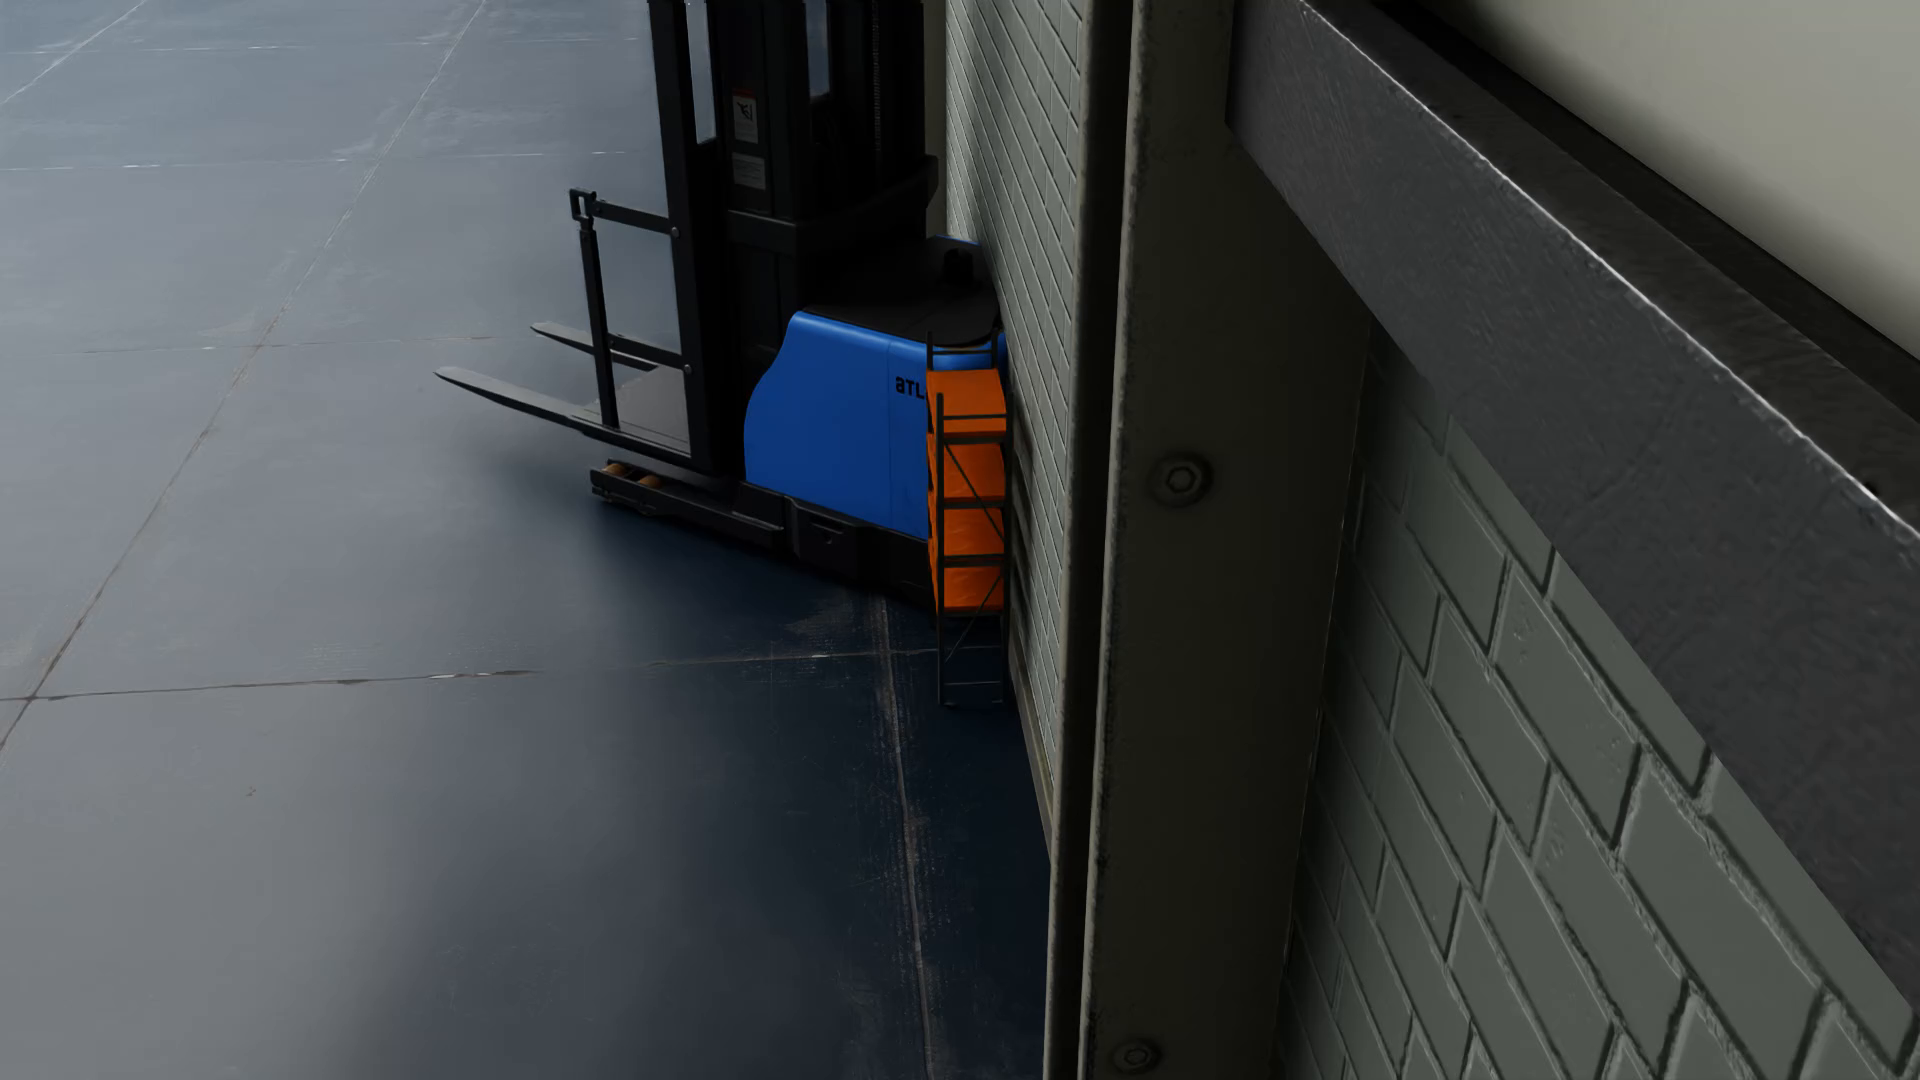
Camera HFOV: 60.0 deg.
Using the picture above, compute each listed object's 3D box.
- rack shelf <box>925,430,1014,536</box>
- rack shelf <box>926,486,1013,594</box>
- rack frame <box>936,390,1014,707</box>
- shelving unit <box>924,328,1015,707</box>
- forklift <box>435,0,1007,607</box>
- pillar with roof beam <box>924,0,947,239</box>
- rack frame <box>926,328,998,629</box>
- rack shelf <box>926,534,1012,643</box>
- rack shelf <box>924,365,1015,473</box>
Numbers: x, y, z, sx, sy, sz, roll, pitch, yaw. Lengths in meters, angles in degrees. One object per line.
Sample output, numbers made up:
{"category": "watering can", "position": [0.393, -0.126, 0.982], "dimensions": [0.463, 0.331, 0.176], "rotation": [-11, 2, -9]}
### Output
{"category": "rack shelf", "position": [0.027, -0.203, 5.614], "dimensions": [0.258, 0.148, 0.480], "rotation": [-2, 31, -4]}
{"category": "rack shelf", "position": [0.027, -0.010, 5.729], "dimensions": [0.258, 0.148, 0.480], "rotation": [-2, 31, -4]}
{"category": "rack frame", "position": [0.047, 0.056, 5.485], "dimensions": [0.240, 1.200, 0.015], "rotation": [-2, 31, -4]}
{"category": "shelving unit", "position": [0.027, -0.068, 5.694], "dimensions": [0.258, 1.200, 0.503], "rotation": [-2, 31, -4]}
{"category": "forklift", "position": [-0.949, -1.566, 6.514], "dimensions": [3.031, 2.935, 1.130], "rotation": [18, 35, 27]}
{"category": "pillar with roof beam", "position": [-4.515, -4.794, 6.001], "dimensions": [9.100, 9.000, 0.400], "rotation": [-3, 31, -5]}
{"category": "rack frame", "position": [0.007, -0.193, 5.903], "dimensions": [0.240, 1.200, 0.015], "rotation": [-2, 31, -4]}
{"category": "rack shelf", "position": [0.027, 0.160, 5.830], "dimensions": [0.258, 0.148, 0.480], "rotation": [-2, 31, -4]}
{"category": "rack shelf", "position": [0.027, -0.406, 5.493], "dimensions": [0.258, 0.148, 0.480], "rotation": [-2, 31, -4]}
